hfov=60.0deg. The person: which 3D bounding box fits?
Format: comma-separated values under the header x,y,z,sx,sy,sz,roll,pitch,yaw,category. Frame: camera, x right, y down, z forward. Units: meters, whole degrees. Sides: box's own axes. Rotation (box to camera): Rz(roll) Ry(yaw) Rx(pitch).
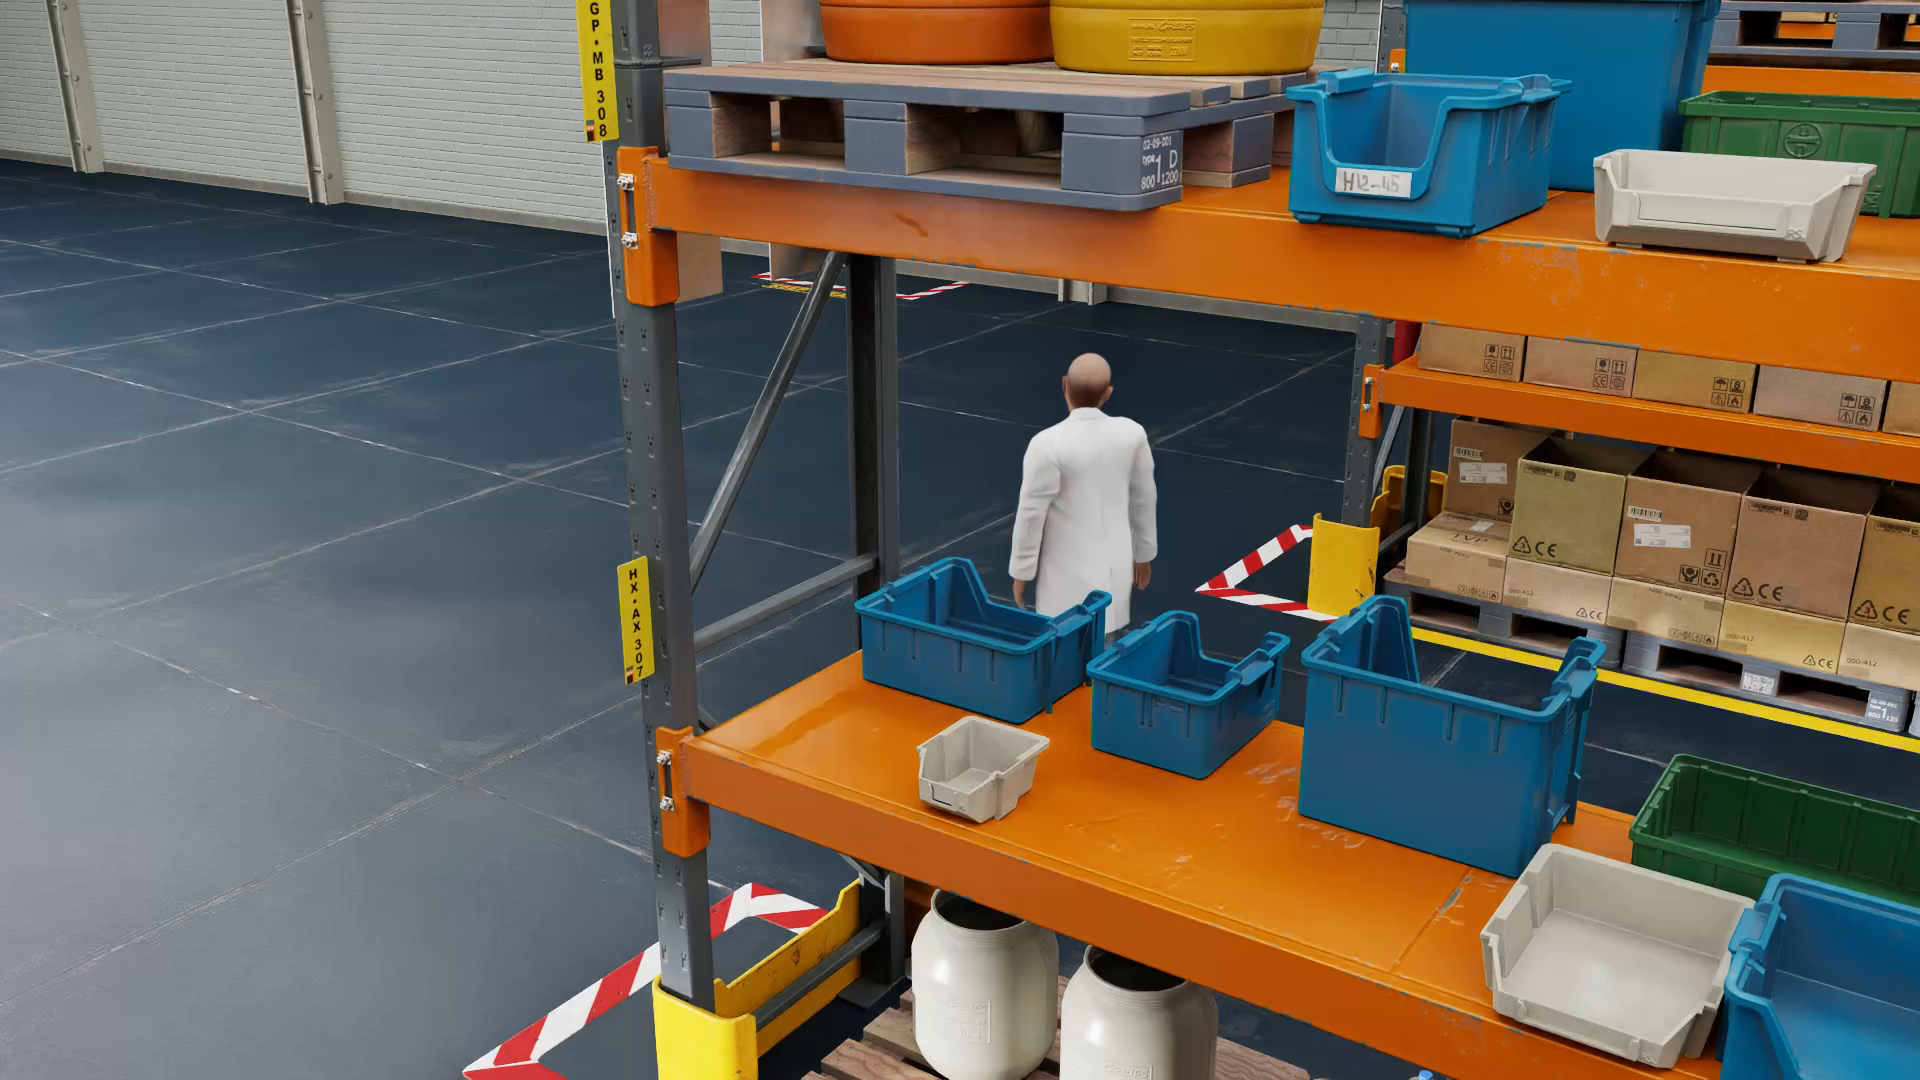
x,y,z,sx,sy,sz,roll,pitch,yaw,category
0.487,0.115,6.692,0.657,1.773,0.658,-13,24,-33,person
